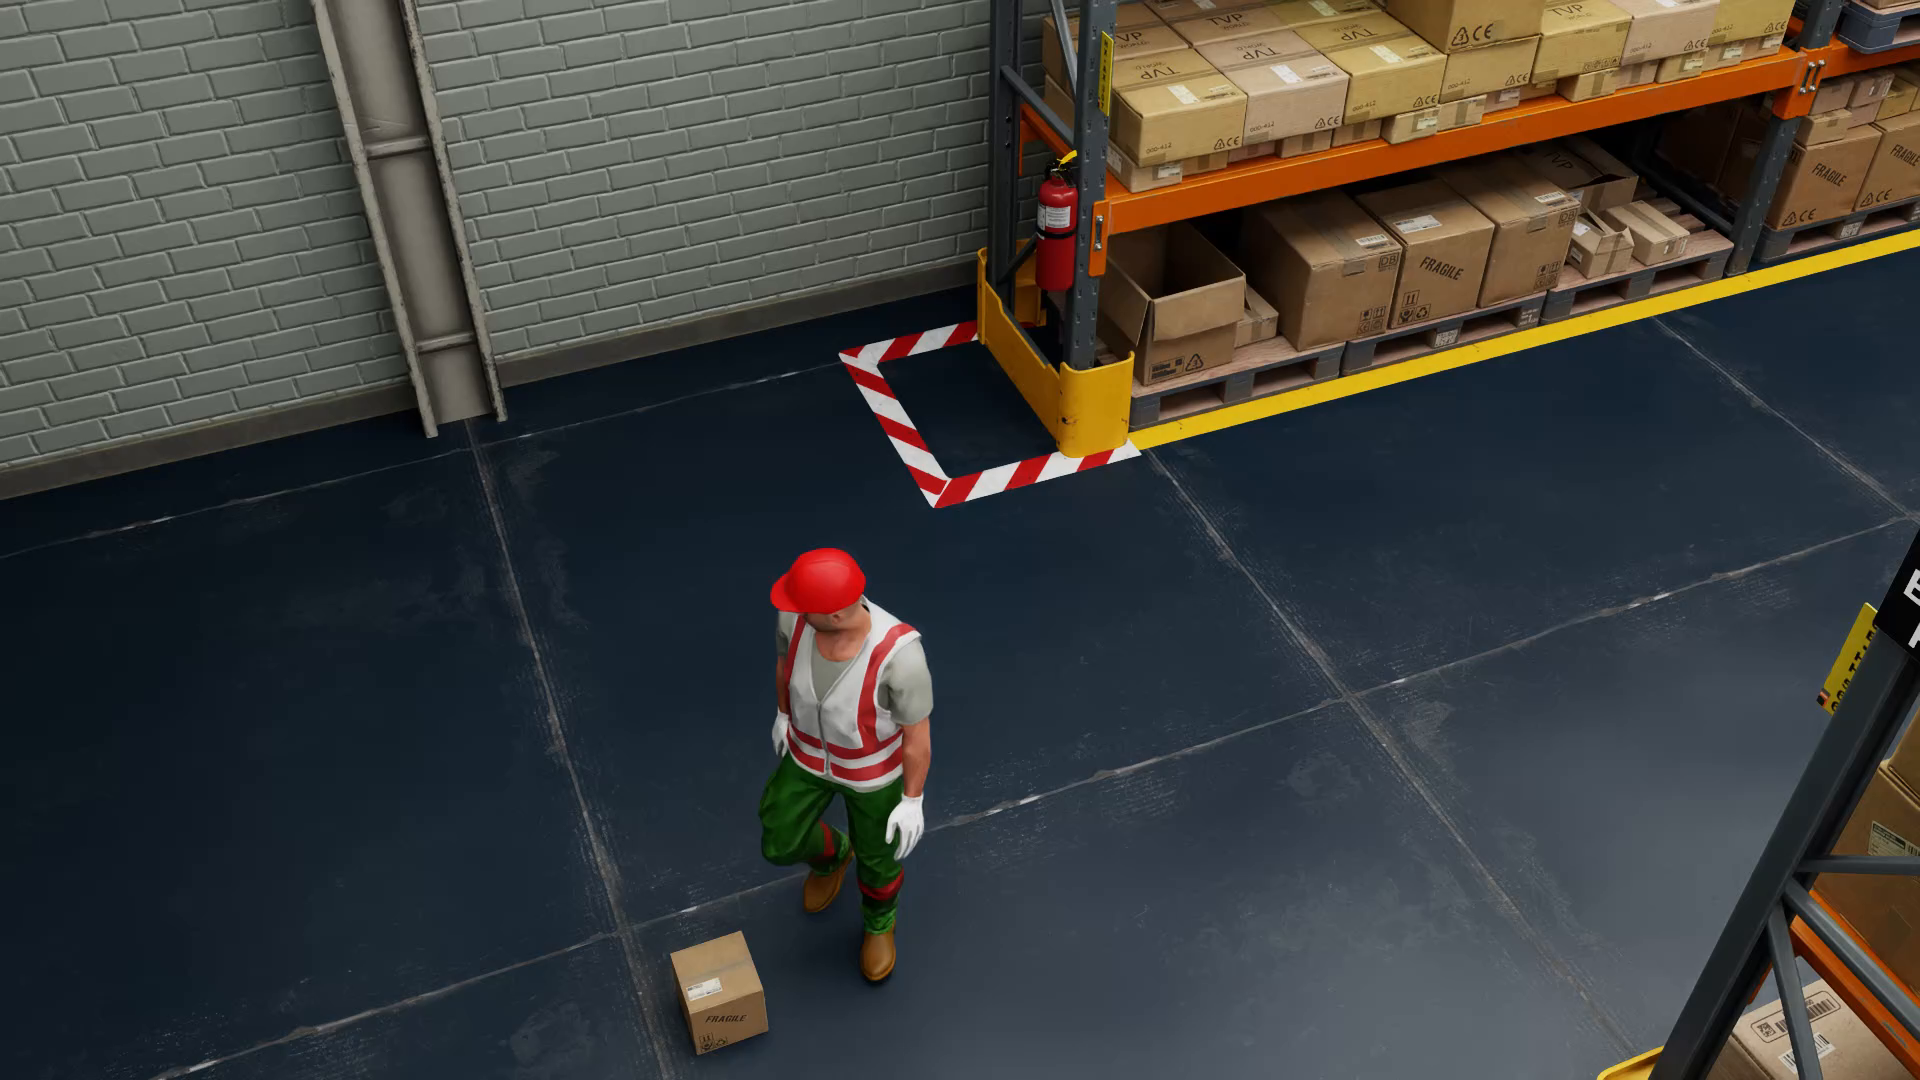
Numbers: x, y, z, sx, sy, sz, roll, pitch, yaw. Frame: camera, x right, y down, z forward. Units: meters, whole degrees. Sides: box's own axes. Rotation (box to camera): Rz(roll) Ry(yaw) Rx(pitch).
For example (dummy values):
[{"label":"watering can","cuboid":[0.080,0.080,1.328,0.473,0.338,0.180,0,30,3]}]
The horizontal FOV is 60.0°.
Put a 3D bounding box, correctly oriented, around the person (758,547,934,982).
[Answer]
[{"label":"person","cuboid":[-0.351,0.713,5.296,0.619,1.784,0.458,15,44,16]}]
